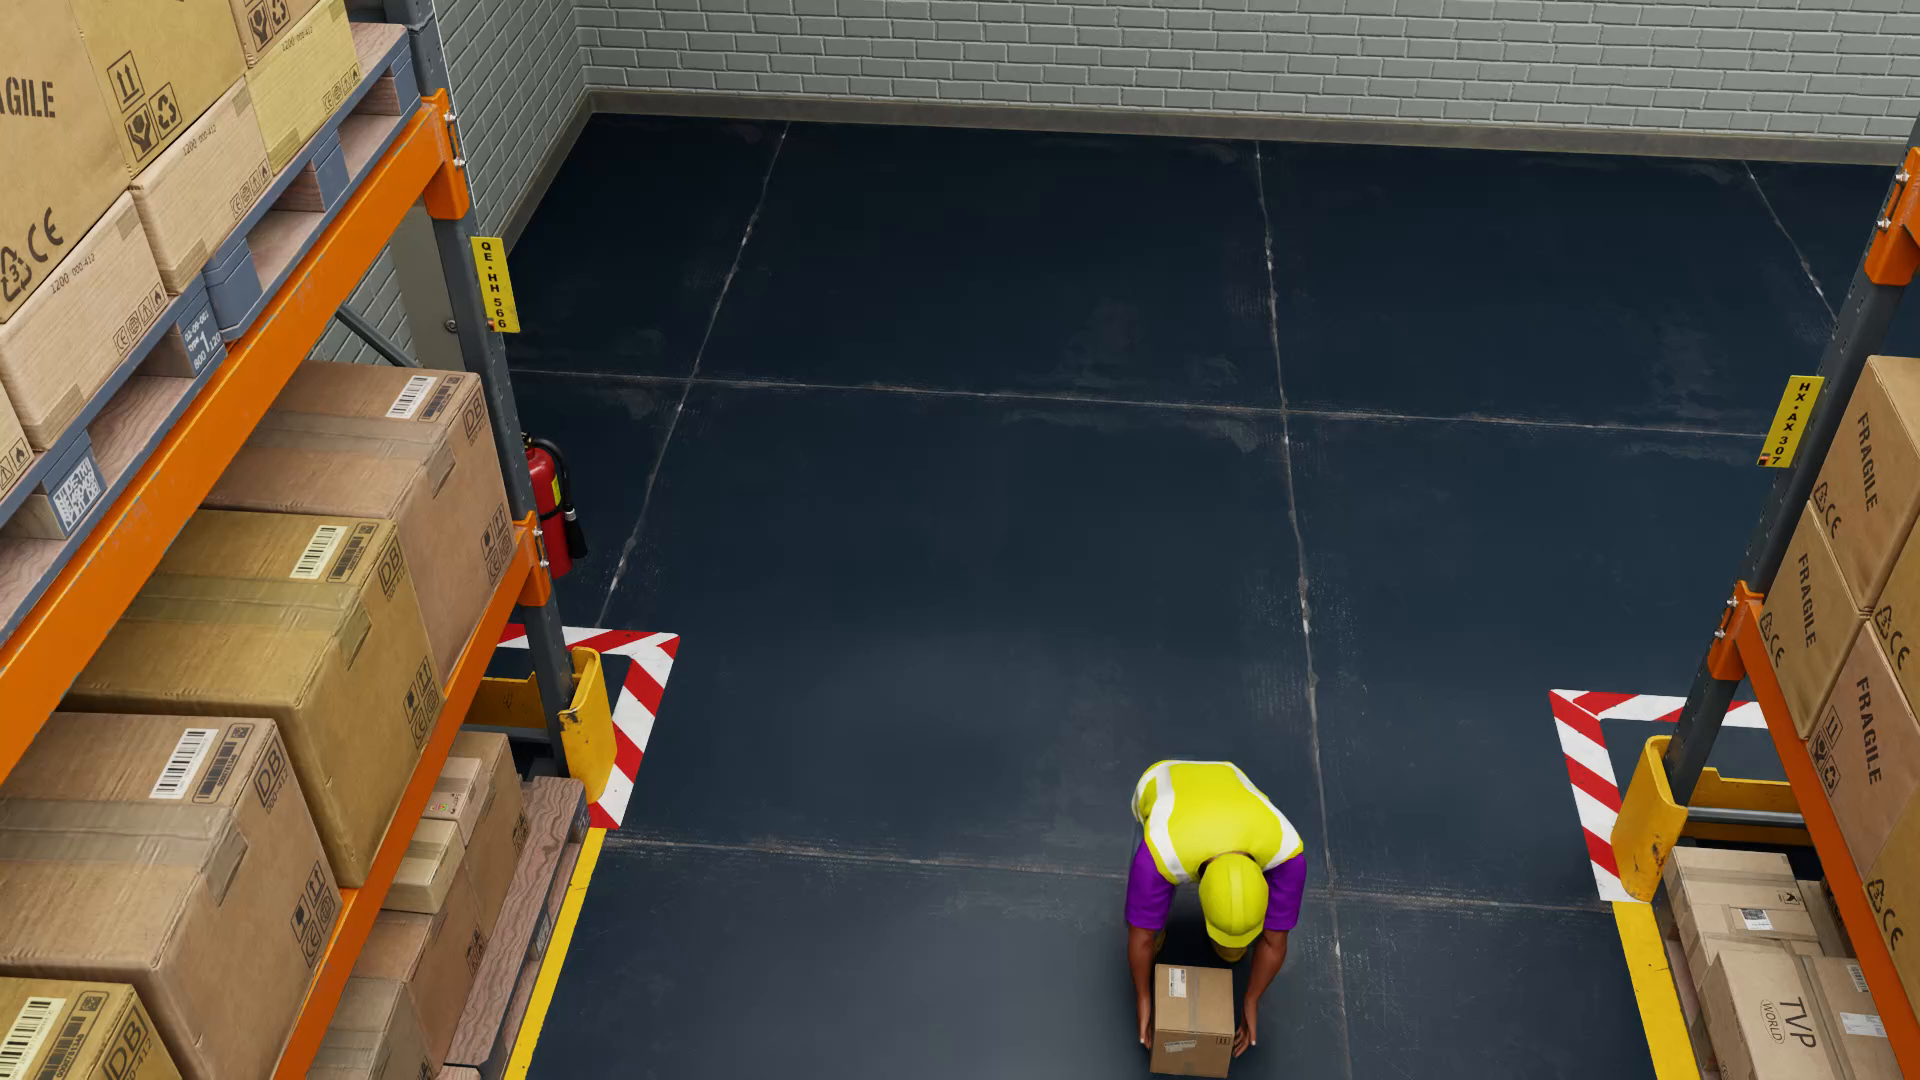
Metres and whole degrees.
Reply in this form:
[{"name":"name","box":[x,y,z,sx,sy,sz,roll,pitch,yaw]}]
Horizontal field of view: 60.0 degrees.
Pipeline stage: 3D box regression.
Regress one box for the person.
[{"name":"person","box":[0.828,1.110,5.486,0.565,0.902,0.897,3,40,4]}]
